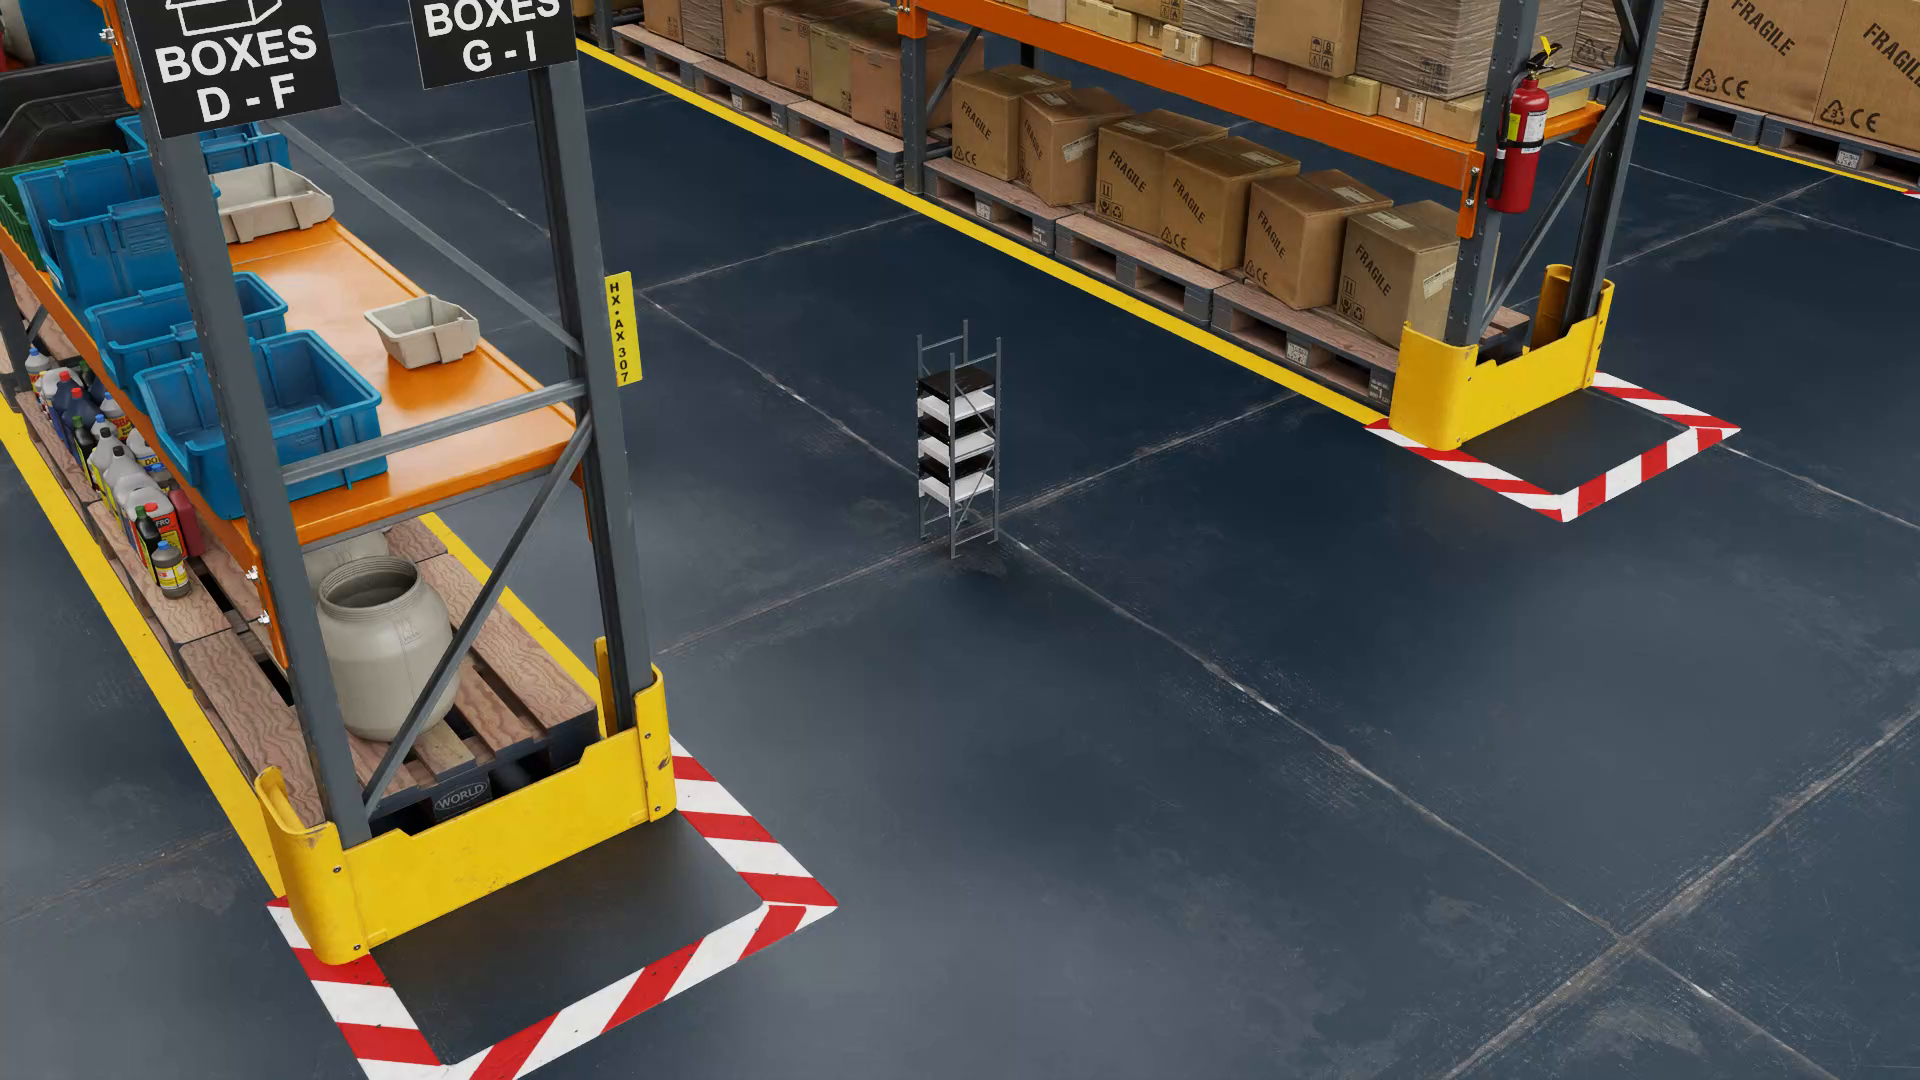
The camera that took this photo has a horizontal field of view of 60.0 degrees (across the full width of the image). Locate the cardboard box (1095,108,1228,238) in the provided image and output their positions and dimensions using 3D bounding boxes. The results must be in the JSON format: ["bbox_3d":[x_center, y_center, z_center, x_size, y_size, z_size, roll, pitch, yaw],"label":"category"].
[{"bbox_3d":[1.101,-2.018,9.128,0.500,0.500,0.500,-26,40,-35],"label":"cardboard box"}]

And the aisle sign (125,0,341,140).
[{"bbox_3d":[-1.563,-1.260,3.471,0.394,0.787,0.004,-22,38,-31],"label":"aisle sign"}]

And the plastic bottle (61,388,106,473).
[{"bbox_3d":[-3.542,-0.461,6.743,0.144,0.351,0.185,-24,39,-33],"label":"plastic bottle"}]

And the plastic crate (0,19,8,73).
[{"bbox_3d":[-4.364,-2.078,7.193,0.402,0.464,0.583,-22,38,-31],"label":"plastic crate"}]

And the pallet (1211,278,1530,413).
[{"bbox_3d":[2.023,-1.081,8.290,1.003,0.211,1.213,-22,38,-31],"label":"pallet"}]

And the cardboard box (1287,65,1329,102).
[{"bbox_3d":[1.715,-2.130,7.575,0.380,0.149,0.250,-22,38,-31],"label":"cardboard box"}]

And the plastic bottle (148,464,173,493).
[{"bbox_3d":[-3.099,-0.200,6.464,0.097,0.201,0.097,0,32,0],"label":"plastic bottle"}]

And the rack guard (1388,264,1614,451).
[{"bbox_3d":[2.494,-0.854,7.651,1.175,0.500,0.348,-22,38,-31],"label":"rack guard"}]

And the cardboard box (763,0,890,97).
[{"bbox_3d":[-0.893,-3.377,11.296,0.700,0.500,0.500,-26,40,-35],"label":"cardboard box"}]

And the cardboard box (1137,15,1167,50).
[{"bbox_3d":[1.101,-2.547,8.246,0.380,0.149,0.250,-22,38,-31],"label":"cardboard box"}]

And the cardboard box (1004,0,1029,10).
[{"bbox_3d":[0.461,-2.953,8.899,0.380,0.149,0.250,-22,38,-31],"label":"cardboard box"}]

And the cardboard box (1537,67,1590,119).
[{"bbox_3d":[2.554,-1.973,7.322,0.380,0.149,0.250,-22,38,-31],"label":"cardboard box"}]

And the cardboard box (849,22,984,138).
[{"bbox_3d":[-0.272,-2.939,10.591,0.700,0.500,0.500,-26,40,-35],"label":"cardboard box"}]

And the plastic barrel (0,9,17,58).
[{"bbox_3d":[-4.515,-2.491,8.049,0.301,0.262,0.301,0,32,0],"label":"plastic barrel"}]

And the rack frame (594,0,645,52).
[{"bbox_3d":[-2.365,-5.218,12.308,1.000,3.000,0.127,-22,38,-31],"label":"rack frame"}]

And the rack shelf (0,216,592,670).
[{"bbox_3d":[-2.599,-0.809,5.892,1.077,0.370,4.000,-22,38,-31],"label":"rack shelf"}]

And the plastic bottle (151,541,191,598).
[{"bbox_3d":[-2.845,0.097,5.986,0.097,0.201,0.097,0,32,0],"label":"plastic bottle"}]

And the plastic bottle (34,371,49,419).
[{"bbox_3d":[-3.914,-0.630,7.156,0.097,0.201,0.097,0,32,0],"label":"plastic bottle"}]

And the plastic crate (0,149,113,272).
[{"bbox_3d":[-3.216,-1.201,6.042,0.450,0.188,0.662,-22,38,-31],"label":"plastic crate"}]

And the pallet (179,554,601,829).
[{"bbox_3d":[-1.950,0.546,5.670,1.003,0.211,1.213,-22,38,-31],"label":"pallet"}]

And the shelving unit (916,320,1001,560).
[{"bbox_3d":[-0.005,-0.386,6.518,0.258,0.900,0.210,-22,38,-31],"label":"shelving unit"}]

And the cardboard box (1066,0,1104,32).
[{"bbox_3d":[0.768,-2.744,8.564,0.380,0.149,0.250,-22,38,-31],"label":"cardboard box"}]

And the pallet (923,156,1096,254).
[{"bbox_3d":[0.527,-2.098,9.928,1.003,0.211,1.213,-22,38,-31],"label":"pallet"}]

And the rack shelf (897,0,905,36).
[{"bbox_3d":[-1.139,-4.079,11.156,1.077,0.370,4.000,-22,38,-31],"label":"rack shelf"}]

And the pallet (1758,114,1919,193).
[{"bbox_3d":[5.968,-2.570,10.688,1.003,0.211,1.213,-22,38,-31],"label":"pallet"}]

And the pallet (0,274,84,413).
[{"bbox_3d":[-4.337,-1.079,8.287,1.003,0.211,1.213,-22,38,-31],"label":"pallet"}]

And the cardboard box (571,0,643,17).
[{"bbox_3d":[-2.772,-4.788,13.232,1.225,0.875,0.875,-24,39,-33],"label":"cardboard box"}]

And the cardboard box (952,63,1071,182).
[{"bbox_3d":[0.301,-2.488,9.884,0.500,0.500,0.500,-24,39,-33],"label":"cardboard box"}]

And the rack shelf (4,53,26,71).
[{"bbox_3d":[-5.051,-2.476,8.576,1.077,0.370,4.000,-22,38,-31],"label":"rack shelf"}]

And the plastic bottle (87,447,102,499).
[{"bbox_3d":[-3.387,-0.272,6.580,0.097,0.201,0.097,0,32,0],"label":"plastic bottle"}]

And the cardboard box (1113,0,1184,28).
[{"bbox_3d":[1.253,-2.895,8.191,0.875,0.500,0.500,-22,38,-31],"label":"cardboard box"}]

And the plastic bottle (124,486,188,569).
[{"bbox_3d":[-2.978,-0.049,6.150,0.152,0.276,0.135,-22,38,-31],"label":"plastic bottle"}]

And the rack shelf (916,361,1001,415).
[{"bbox_3d":[-0.005,-0.587,6.393,0.258,0.077,0.200,-22,38,-31],"label":"rack shelf"}]

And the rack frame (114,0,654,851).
[{"bbox_3d":[-1.372,-0.281,4.360,1.000,3.000,0.127,-22,38,-31],"label":"rack frame"}]

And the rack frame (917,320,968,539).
[{"bbox_3d":[-0.067,-0.428,6.586,0.240,0.900,0.006,-22,38,-31],"label":"rack frame"}]

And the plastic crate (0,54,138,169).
[{"bbox_3d":[-3.604,-1.663,6.643,0.767,0.338,0.504,-22,38,-31],"label":"plastic crate"}]

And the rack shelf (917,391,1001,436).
[{"bbox_3d":[-0.005,-0.510,6.441,0.258,0.077,0.200,-22,38,-31],"label":"rack shelf"}]

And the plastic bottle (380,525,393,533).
[{"bbox_3d":[-2.238,-0.166,6.343,0.097,0.271,0.097,0,32,0],"label":"plastic bottle"}]

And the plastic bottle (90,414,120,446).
[{"bbox_3d":[-3.422,-0.378,6.684,0.097,0.271,0.097,0,32,0],"label":"plastic bottle"}]

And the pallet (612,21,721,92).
[{"bbox_3d":[-1.887,-3.707,12.519,1.003,0.211,1.213,-22,38,-31],"label":"pallet"}]

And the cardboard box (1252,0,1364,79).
[{"bbox_3d":[1.823,-2.460,7.492,0.875,0.500,0.500,-22,38,-31],"label":"cardboard box"}]

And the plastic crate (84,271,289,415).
[{"bbox_3d":[-2.309,-0.603,5.018,0.499,0.251,0.408,-22,38,-31],"label":"plastic crate"}]

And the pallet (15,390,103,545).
[{"bbox_3d":[-3.446,-0.471,7.308,1.003,0.211,1.213,-22,38,-31],"label":"pallet"}]

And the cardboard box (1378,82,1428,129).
[{"bbox_3d":[2.050,-1.934,7.258,0.380,0.149,0.250,-22,38,-31],"label":"cardboard box"}]

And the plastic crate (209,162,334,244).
[{"bbox_3d":[-2.629,-1.242,6.156,0.530,0.136,0.437,-22,38,-31],"label":"plastic crate"}]

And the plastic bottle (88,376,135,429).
[{"bbox_3d":[-3.544,-0.586,6.944,0.144,0.351,0.185,-22,38,-31],"label":"plastic bottle"}]

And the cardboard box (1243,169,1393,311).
[{"bbox_3d":[1.777,-1.504,8.300,0.500,0.500,0.500,-12,34,-19],"label":"cardboard box"}]

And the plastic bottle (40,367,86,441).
[{"bbox_3d":[-3.756,-0.578,7.002,0.152,0.276,0.135,-21,37,-30],"label":"plastic bottle"}]

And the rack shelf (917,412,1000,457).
[{"bbox_3d":[-0.005,-0.434,6.488,0.258,0.077,0.200,-22,38,-31],"label":"rack shelf"}]

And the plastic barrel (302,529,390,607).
[{"bbox_3d":[-2.143,0.139,5.644,0.421,0.512,0.421,0,32,0],"label":"plastic barrel"}]

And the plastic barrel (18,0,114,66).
[{"bbox_3d":[-3.823,-2.420,7.329,0.600,0.901,0.708,-22,38,-31],"label":"plastic barrel"}]

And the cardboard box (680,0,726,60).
[{"bbox_3d":[-1.589,-3.843,12.047,0.700,0.500,0.500,-26,40,-35],"label":"cardboard box"}]

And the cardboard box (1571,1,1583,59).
[{"bbox_3d":[4.398,-4.105,12.131,0.875,0.875,0.875,-22,38,-31],"label":"cardboard box"}]

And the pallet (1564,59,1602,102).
[{"bbox_3d":[4.472,-3.587,12.325,1.003,0.211,1.213,-22,38,-31],"label":"pallet"}]

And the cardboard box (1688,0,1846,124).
[{"bbox_3d":[5.511,-3.350,10.916,0.875,0.875,0.875,-23,39,-32],"label":"cardboard box"}]

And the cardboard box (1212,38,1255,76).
[{"bbox_3d":[1.423,-2.345,7.920,0.380,0.149,0.250,-22,38,-31],"label":"cardboard box"}]

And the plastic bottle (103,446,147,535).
[{"bbox_3d":[-3.167,-0.206,6.332,0.144,0.351,0.185,-21,37,-29],"label":"plastic bottle"}]
